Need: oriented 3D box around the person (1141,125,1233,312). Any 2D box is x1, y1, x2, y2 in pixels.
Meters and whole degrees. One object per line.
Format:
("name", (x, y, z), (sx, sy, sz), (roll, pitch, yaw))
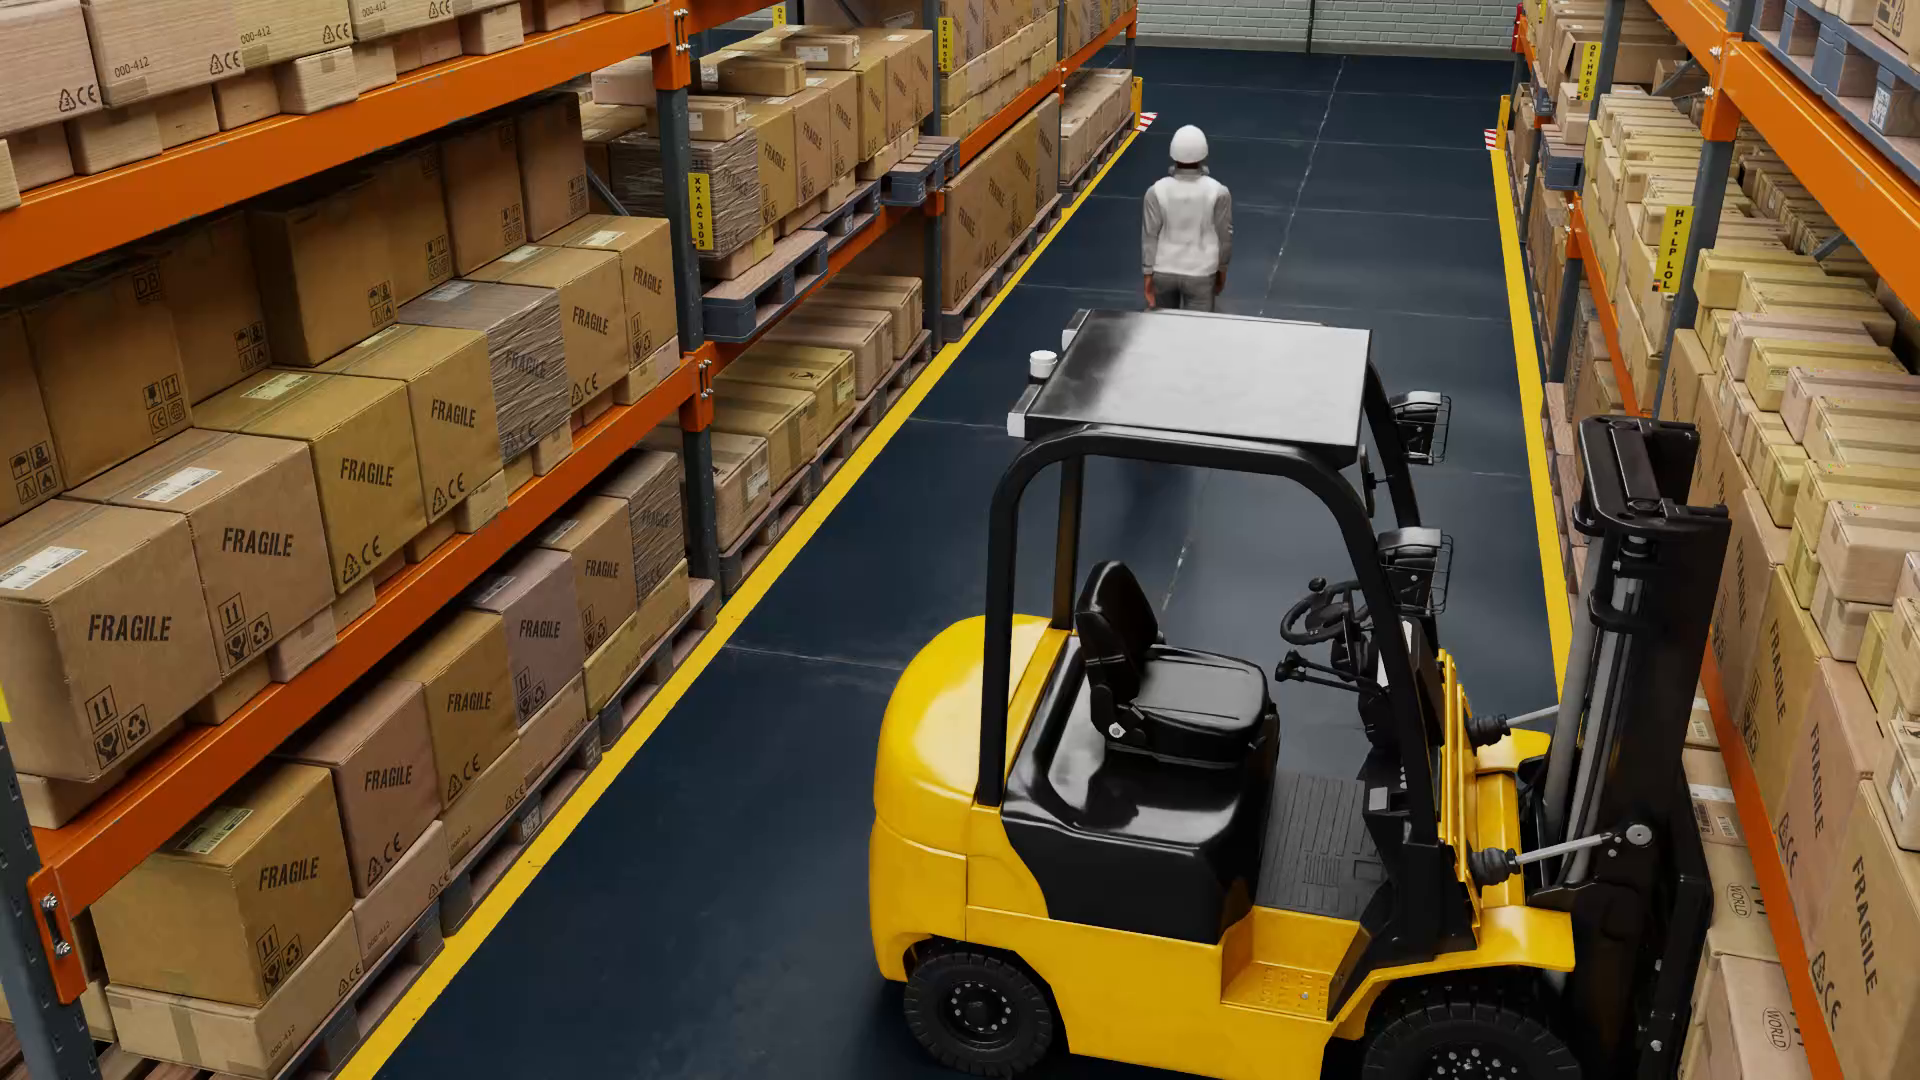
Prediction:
("person", (1.354, -1.615, 10.008), (0.540, 1.745, 0.830), (5, 26, 10))
